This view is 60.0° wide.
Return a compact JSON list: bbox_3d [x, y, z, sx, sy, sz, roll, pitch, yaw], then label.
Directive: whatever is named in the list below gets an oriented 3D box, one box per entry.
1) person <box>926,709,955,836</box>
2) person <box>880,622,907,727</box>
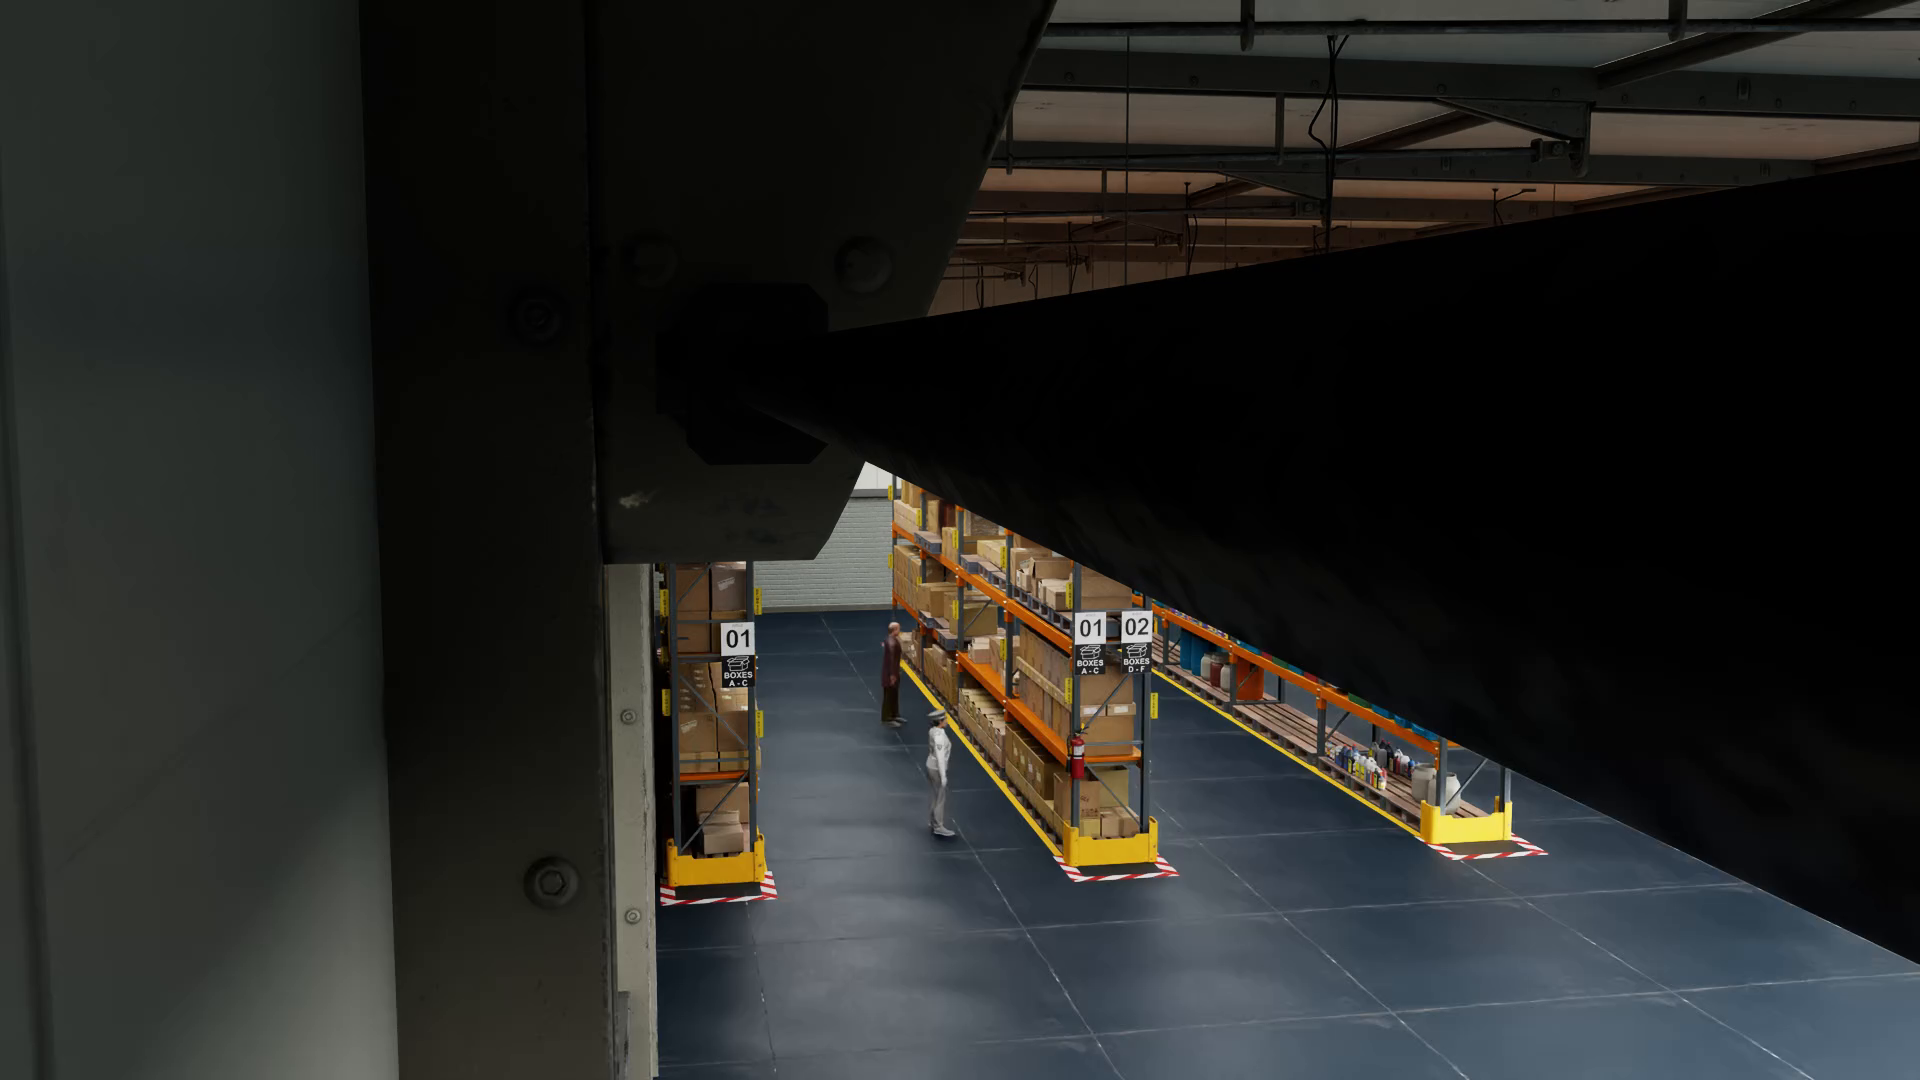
[{"bbox_3d":[-0.272,3.130,22.274,0.352,1.755,0.560,-1,6,-10],"label":"person"},{"bbox_3d":[-1.143,2.305,28.629,0.472,1.800,0.614,0,6,-3],"label":"person"}]
